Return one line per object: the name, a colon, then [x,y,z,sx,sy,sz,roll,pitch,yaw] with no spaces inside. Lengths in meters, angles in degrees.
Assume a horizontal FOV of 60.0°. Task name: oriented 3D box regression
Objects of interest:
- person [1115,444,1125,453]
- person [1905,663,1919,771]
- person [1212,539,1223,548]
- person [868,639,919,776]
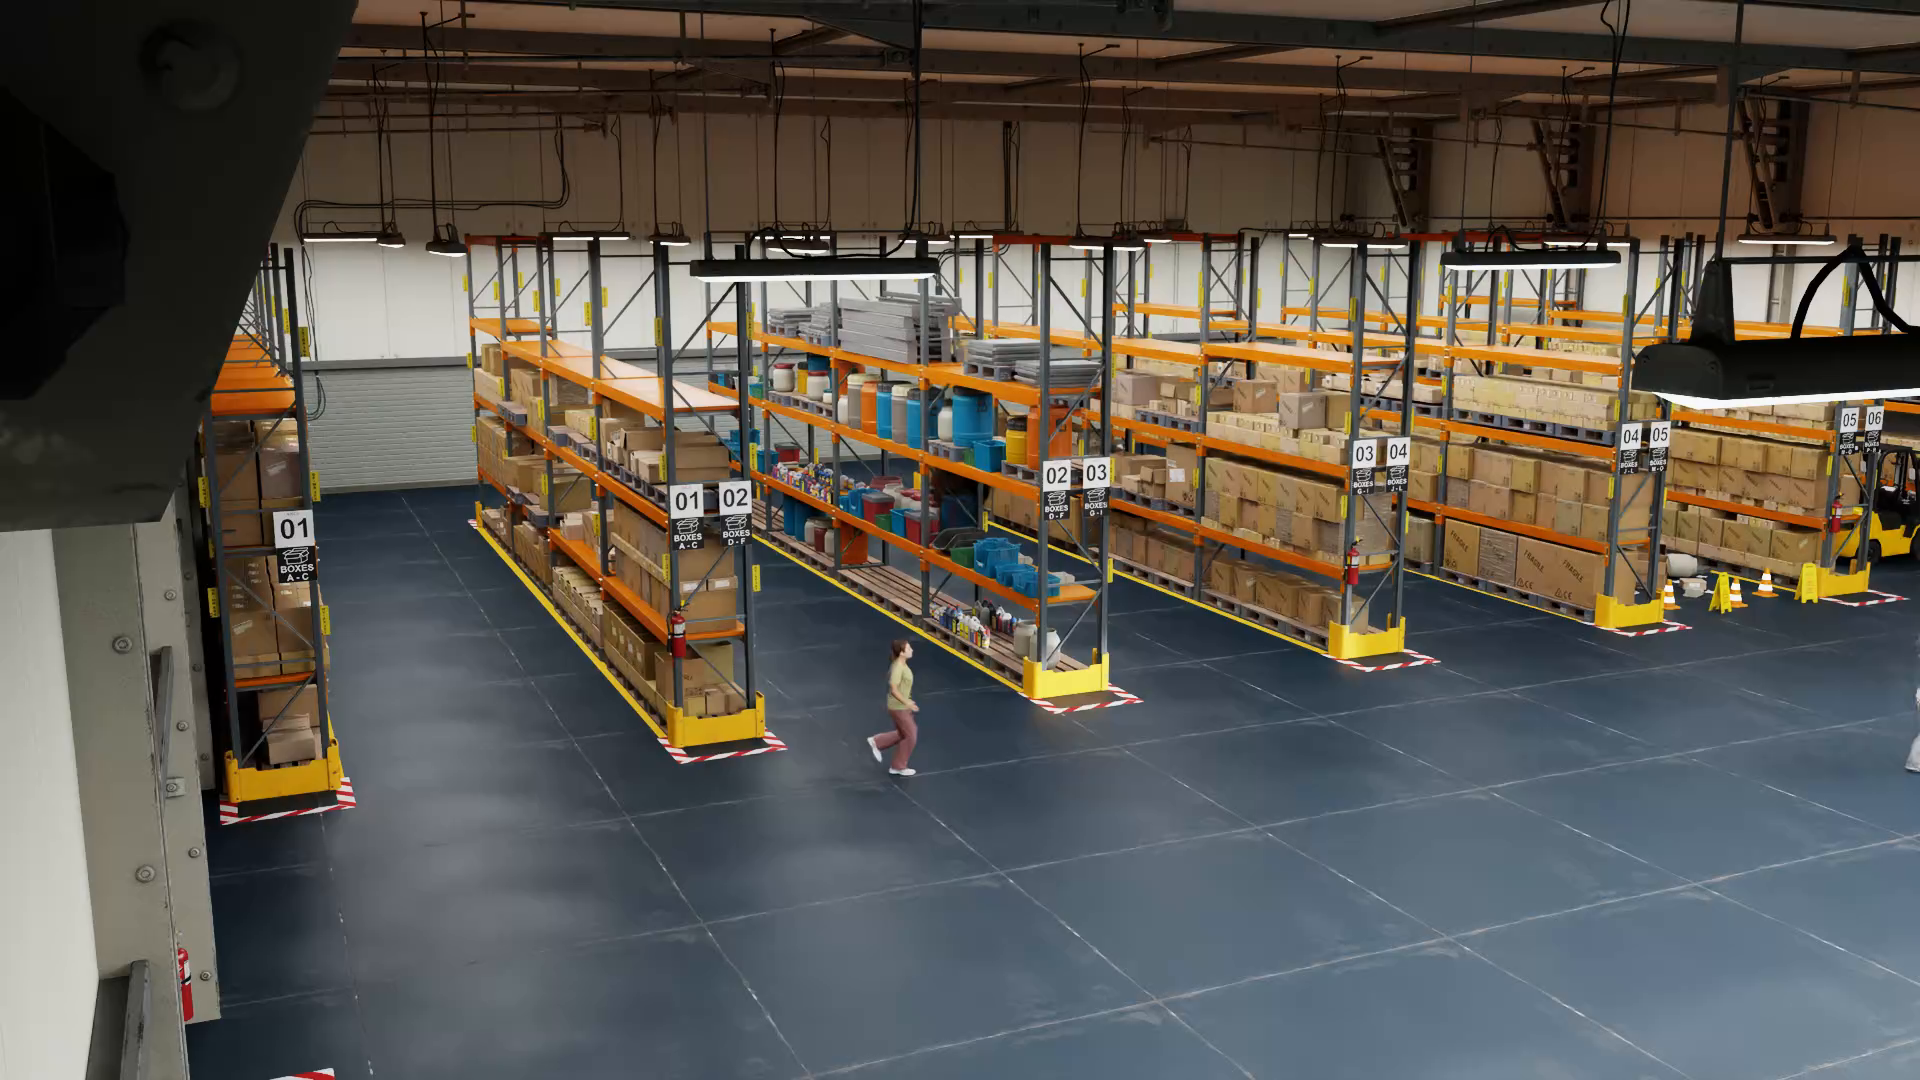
person: [3.329,-1.176,34.797,0.617,1.679,0.935,-5,12,-26]
person: [11.262,1.866,19.117,0.569,1.659,0.560,0,11,-2]
person: [4.924,-0.553,31.408,0.712,1.725,0.573,-6,13,-29]
person: [-0.766,1.916,19.053,0.587,1.617,0.565,0,11,-2]
